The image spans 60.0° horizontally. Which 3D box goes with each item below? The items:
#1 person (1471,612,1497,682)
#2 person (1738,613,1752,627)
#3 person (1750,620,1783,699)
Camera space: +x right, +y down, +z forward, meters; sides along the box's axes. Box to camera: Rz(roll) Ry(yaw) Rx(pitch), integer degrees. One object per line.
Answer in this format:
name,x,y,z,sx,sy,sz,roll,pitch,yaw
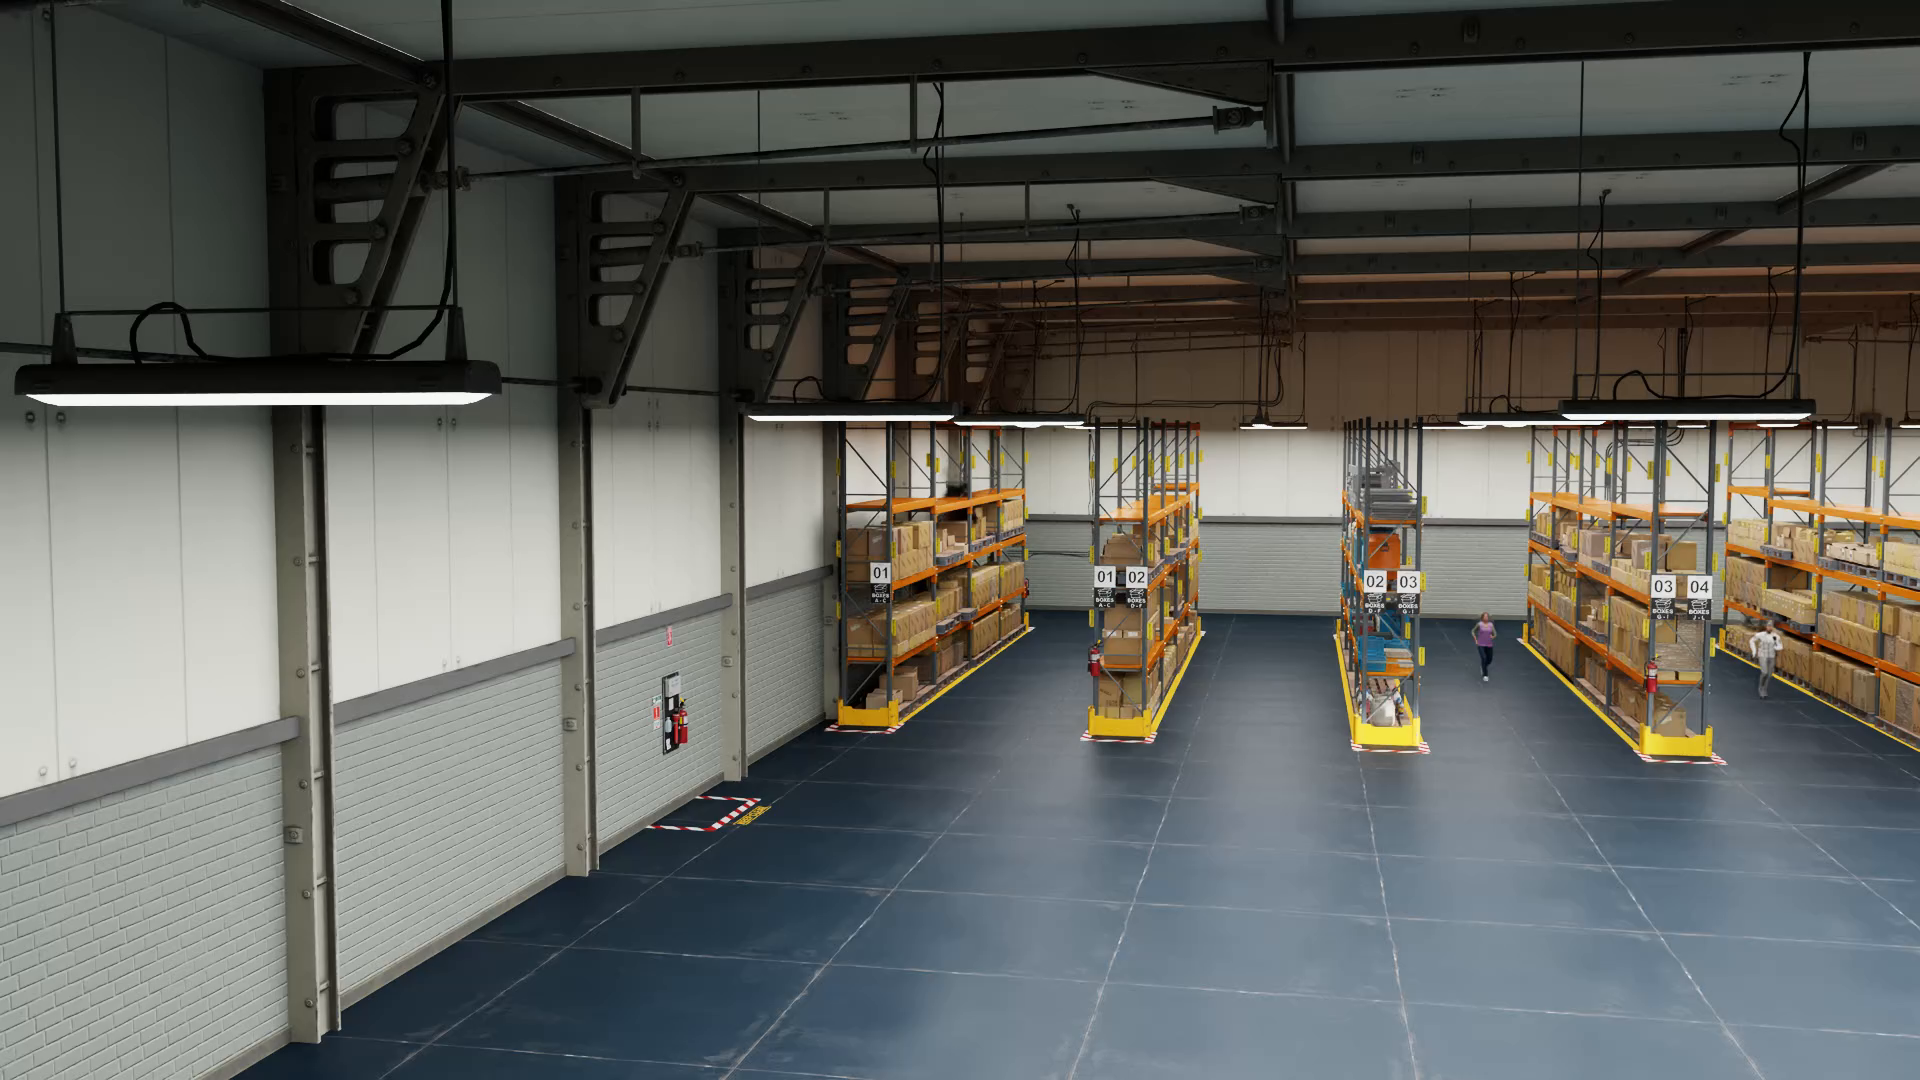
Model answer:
person,12.098,2.445,38.366,0.548,1.568,0.805,0,4,3
person,21.489,1.985,45.237,0.774,1.623,0.685,2,4,23
person,17.366,2.557,35.769,0.591,1.708,0.647,1,4,10
